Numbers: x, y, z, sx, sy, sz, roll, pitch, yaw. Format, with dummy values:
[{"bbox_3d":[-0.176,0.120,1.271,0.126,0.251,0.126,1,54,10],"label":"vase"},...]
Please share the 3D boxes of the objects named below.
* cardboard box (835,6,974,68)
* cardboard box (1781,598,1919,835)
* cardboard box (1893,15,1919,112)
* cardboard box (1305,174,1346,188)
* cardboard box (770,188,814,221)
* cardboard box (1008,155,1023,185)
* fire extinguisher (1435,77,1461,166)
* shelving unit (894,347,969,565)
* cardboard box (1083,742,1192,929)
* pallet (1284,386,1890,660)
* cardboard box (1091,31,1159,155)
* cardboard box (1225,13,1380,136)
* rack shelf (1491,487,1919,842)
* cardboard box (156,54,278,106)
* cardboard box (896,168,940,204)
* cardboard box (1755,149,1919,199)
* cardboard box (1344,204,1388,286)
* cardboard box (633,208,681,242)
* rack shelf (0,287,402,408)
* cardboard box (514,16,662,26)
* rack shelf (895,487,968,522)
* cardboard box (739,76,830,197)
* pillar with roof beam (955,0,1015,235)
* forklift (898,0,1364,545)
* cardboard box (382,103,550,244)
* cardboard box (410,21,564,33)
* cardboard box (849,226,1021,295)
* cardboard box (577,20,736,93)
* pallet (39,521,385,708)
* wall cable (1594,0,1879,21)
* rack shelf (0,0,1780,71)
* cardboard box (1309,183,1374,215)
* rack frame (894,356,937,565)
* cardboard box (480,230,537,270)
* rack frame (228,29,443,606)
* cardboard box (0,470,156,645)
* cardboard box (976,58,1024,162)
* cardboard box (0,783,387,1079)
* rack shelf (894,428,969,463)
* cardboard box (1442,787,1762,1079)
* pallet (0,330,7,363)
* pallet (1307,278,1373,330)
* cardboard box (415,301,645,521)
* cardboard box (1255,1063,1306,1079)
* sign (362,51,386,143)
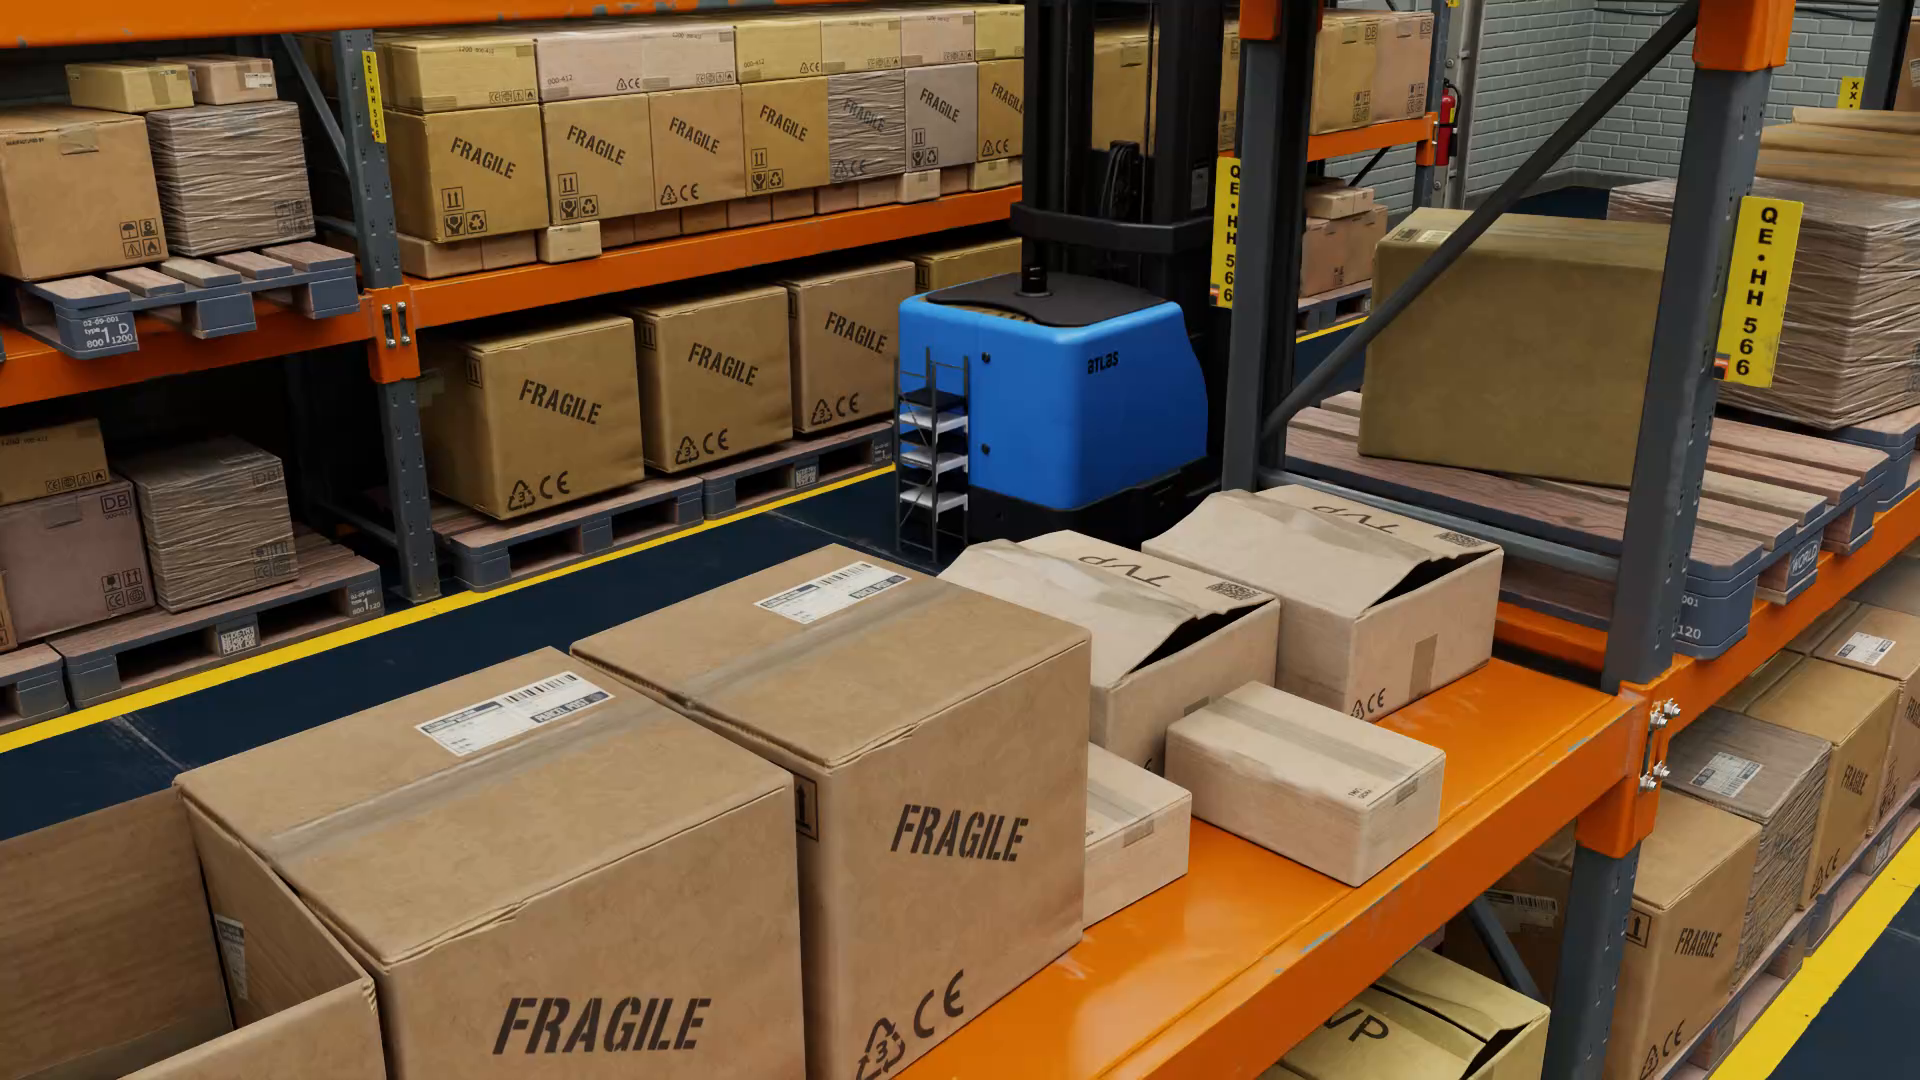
[{"bbox_3d":[-0.279,-2.527,8.340,0.500,0.250,0.500,-19,28,-41],"label":"cardboard box"},{"bbox_3d":[2.586,0.489,4.992,0.500,0.500,0.500,18,27,39],"label":"cardboard box"},{"bbox_3d":[3.947,-1.764,6.451,0.500,0.500,0.500,19,28,41],"label":"cardboard box"},{"bbox_3d":[2.545,-2.532,11.977,0.380,0.149,0.250,20,28,41],"label":"cardboard box"},{"bbox_3d":[-0.917,-1.648,8.004,0.250,0.149,0.380,-19,28,-40],"label":"cardboard box"},{"bbox_3d":[0.195,-2.029,8.995,0.380,0.149,0.250,20,28,41],"label":"cardboard box"},{"bbox_3d":[3.454,-3.036,11.921,0.296,0.674,0.183,19,28,41],"label":"fire extinguisher"},{"bbox_3d":[-0.125,-0.367,7.276,0.258,0.900,0.210,17,27,38],"label":"shelving unit"},{"bbox_3d":[0.140,0.431,2.622,0.250,0.149,0.380,-18,27,-38],"label":"cardboard box"},{"bbox_3d":[1.411,-0.130,3.999,1.213,0.211,1.003,19,28,41],"label":"pallet"},{"bbox_3d":[0.618,-2.570,9.663,0.700,0.700,0.980,-20,28,-41],"label":"cardboard box"},{"bbox_3d":[2.170,-3.140,11.144,0.980,0.700,0.700,19,28,40],"label":"cardboard box"},{"bbox_3d":[2.384,-0.206,4.933,1.077,0.370,4.000,19,28,41],"label":"rack shelf"},{"bbox_3d":[-2.782,-1.725,6.226,0.380,0.149,0.250,15,26,34],"label":"cardboard box"},{"bbox_3d":[-0.320,-1.820,8.452,0.380,0.149,0.250,19,28,41],"label":"cardboard box"},{"bbox_3d":[2.591,-0.829,4.826,0.700,0.500,0.500,12,24,27],"label":"cardboard box"},{"bbox_3d":[2.601,-2.147,11.879,0.700,0.500,0.500,19,28,41],"label":"cardboard box"},{"bbox_3d":[-1.477,-1.460,7.513,0.250,0.149,0.380,-19,28,-41],"label":"cardboard box"},{"bbox_3d":[-3.958,-0.417,5.481,1.077,0.370,4.000,19,28,41],"label":"rack shelf"},{"bbox_3d":[-1.708,-2.256,7.637,0.500,0.250,0.500,18,28,39],"label":"cardboard box"},{"bbox_3d":[-0.125,-0.168,7.352,0.258,0.077,0.200,17,27,38],"label":"rack shelf"},{"bbox_3d":[-0.964,-1.918,7.801,0.500,0.500,0.500,-19,28,-41],"label":"cardboard box"},{"bbox_3d":[3.181,-4.414,6.516,9.100,9.000,0.400,19,28,41],"label":"pillar with roof beam"},{"bbox_3d":[1.061,-1.718,7.959,1.130,2.935,3.031,17,27,38],"label":"forklift"},{"bbox_3d":[-2.041,-1.522,6.773,0.500,0.500,0.500,-19,28,-40],"label":"cardboard box"},{"bbox_3d":[-2.068,-2.125,7.296,0.500,0.250,0.500,18,27,39],"label":"cardboard box"},{"bbox_3d":[-0.133,-1.288,9.155,0.750,0.750,0.750,20,28,41],"label":"cardboard box"},{"bbox_3d":[-1.341,-2.132,7.312,0.500,0.250,0.500,20,28,41],"label":"cardboard box"},{"bbox_3d":[-3.109,0.235,6.668,1.003,0.211,1.213,19,28,41],"label":"pallet"},{"bbox_3d":[7.220,-6.038,15.070,3.097,2.526,0.112,19,28,41],"label":"wall cable"},{"bbox_3d":[-0.406,-0.578,1.719,1.077,0.370,4.000,19,28,41],"label":"rack shelf"},{"bbox_3d":[2.642,-2.372,11.558,0.380,0.149,0.250,19,28,40],"label":"cardboard box"},{"bbox_3d":[-0.192,-0.340,7.204,0.240,0.900,0.006,17,27,38],"label":"rack frame"},{"bbox_3d":[-1.985,-1.248,6.963,0.250,0.149,0.380,-20,29,-41],"label":"cardboard box"},{"bbox_3d":[-2.563,-1.267,6.689,1.000,3.000,0.127,19,28,41],"label":"rack frame"},{"bbox_3d":[-3.471,-0.004,6.274,0.700,0.500,0.500,19,28,41],"label":"cardboard box"},{"bbox_3d":[0.086,-2.308,8.817,0.500,0.500,0.500,19,28,40],"label":"cardboard box"},{"bbox_3d":[-0.887,0.625,1.628,0.500,0.500,0.500,-18,27,-38],"label":"cardboard box"},{"bbox_3d":[-0.125,-0.420,7.255,0.258,0.077,0.200,17,27,38],"label":"rack shelf"},{"bbox_3d":[1.511,0.888,3.954,0.500,0.500,0.500,-19,28,-40],"label":"cardboard box"},{"bbox_3d":[-3.915,-0.658,5.373,1.003,0.211,1.213,19,28,41],"label":"pallet"},{"bbox_3d":[2.516,-1.796,11.954,1.003,0.211,1.213,19,28,41],"label":"pallet"},{"bbox_3d":[-1.956,-0.615,7.406,0.750,0.750,0.750,19,28,40],"label":"cardboard box"},{"bbox_3d":[0.442,1.129,2.921,0.500,0.311,0.500,19,28,40],"label":"cardboard box"},{"bbox_3d":[-2.168,-1.637,6.149,0.100,0.325,0.005,19,28,41],"label":"sign"}]
